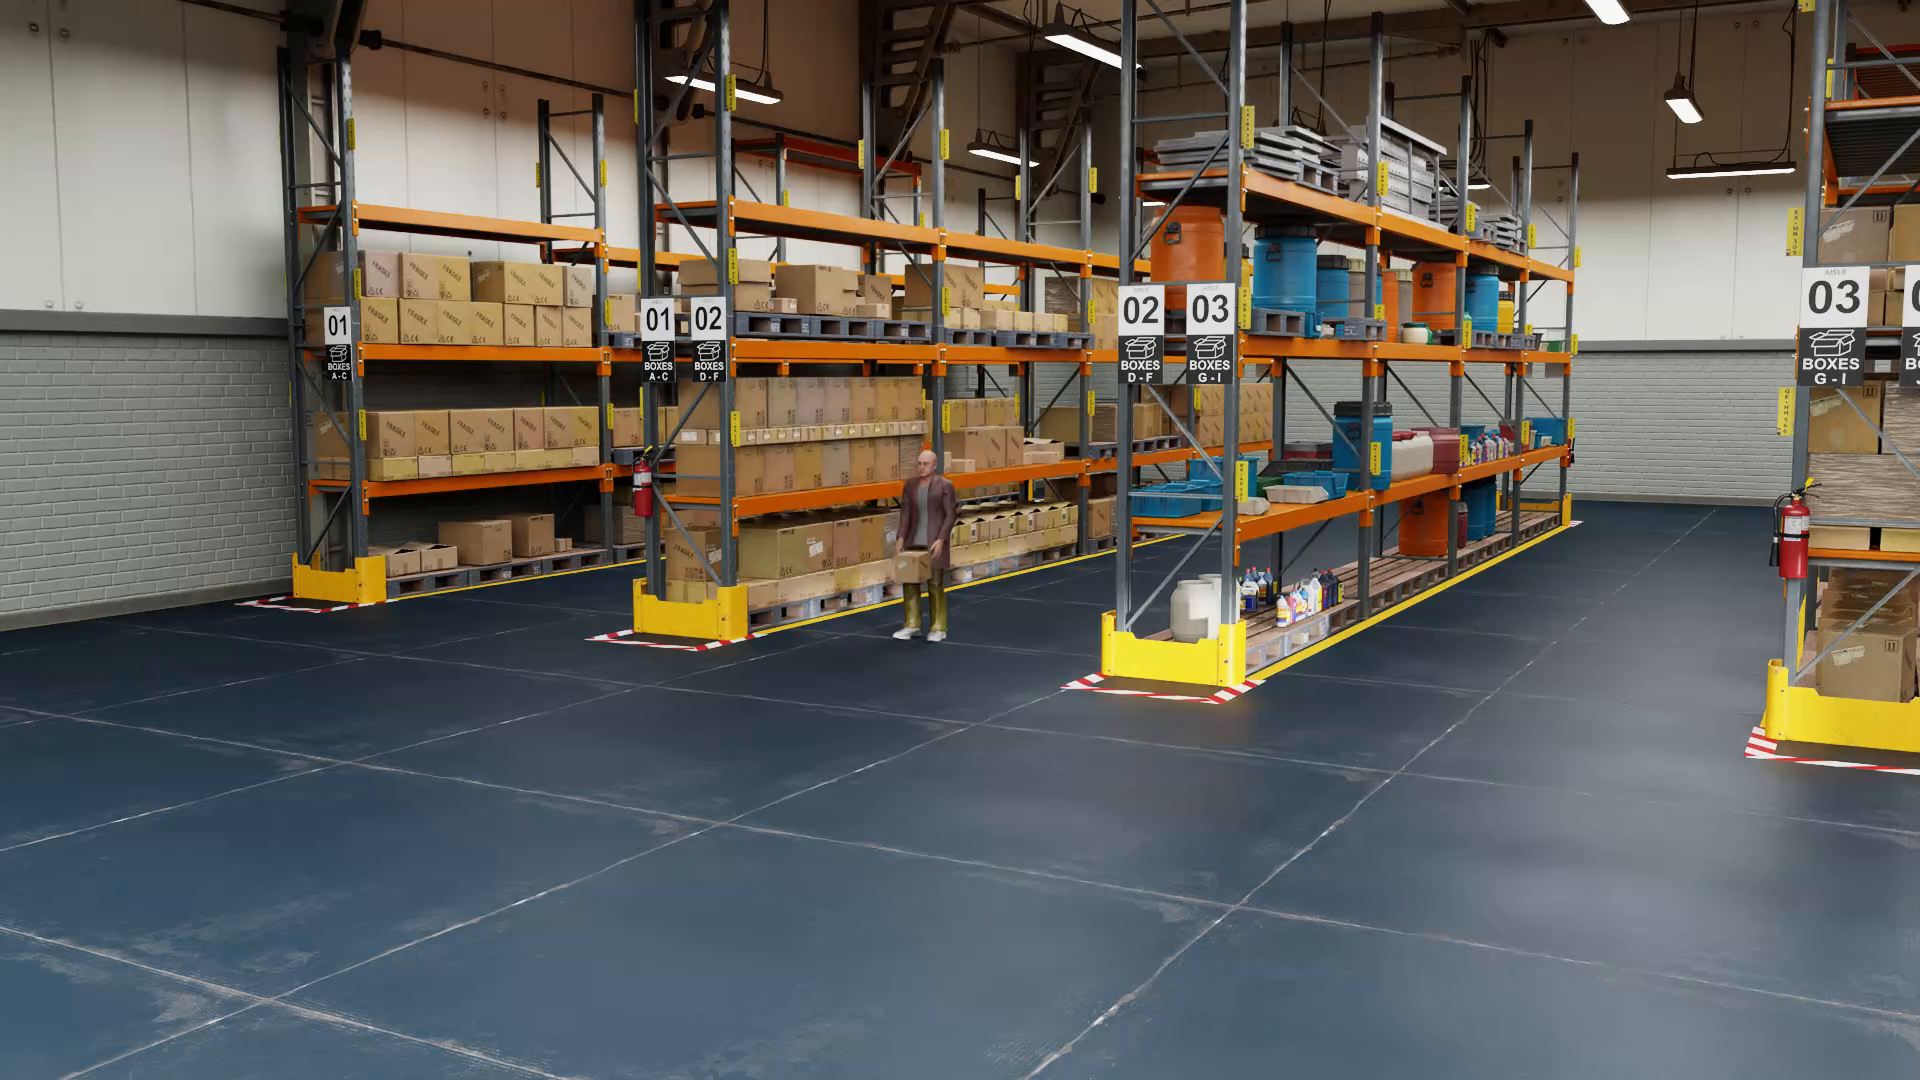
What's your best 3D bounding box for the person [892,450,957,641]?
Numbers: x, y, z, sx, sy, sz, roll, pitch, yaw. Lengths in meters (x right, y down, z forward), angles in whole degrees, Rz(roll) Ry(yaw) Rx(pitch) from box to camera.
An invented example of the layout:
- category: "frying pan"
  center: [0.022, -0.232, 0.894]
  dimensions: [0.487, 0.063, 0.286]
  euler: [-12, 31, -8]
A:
- category: "person"
  center: [-0.321, 0.047, 15.575]
  dimensions: [0.583, 1.780, 0.424]
  euler: [3, 7, 27]
